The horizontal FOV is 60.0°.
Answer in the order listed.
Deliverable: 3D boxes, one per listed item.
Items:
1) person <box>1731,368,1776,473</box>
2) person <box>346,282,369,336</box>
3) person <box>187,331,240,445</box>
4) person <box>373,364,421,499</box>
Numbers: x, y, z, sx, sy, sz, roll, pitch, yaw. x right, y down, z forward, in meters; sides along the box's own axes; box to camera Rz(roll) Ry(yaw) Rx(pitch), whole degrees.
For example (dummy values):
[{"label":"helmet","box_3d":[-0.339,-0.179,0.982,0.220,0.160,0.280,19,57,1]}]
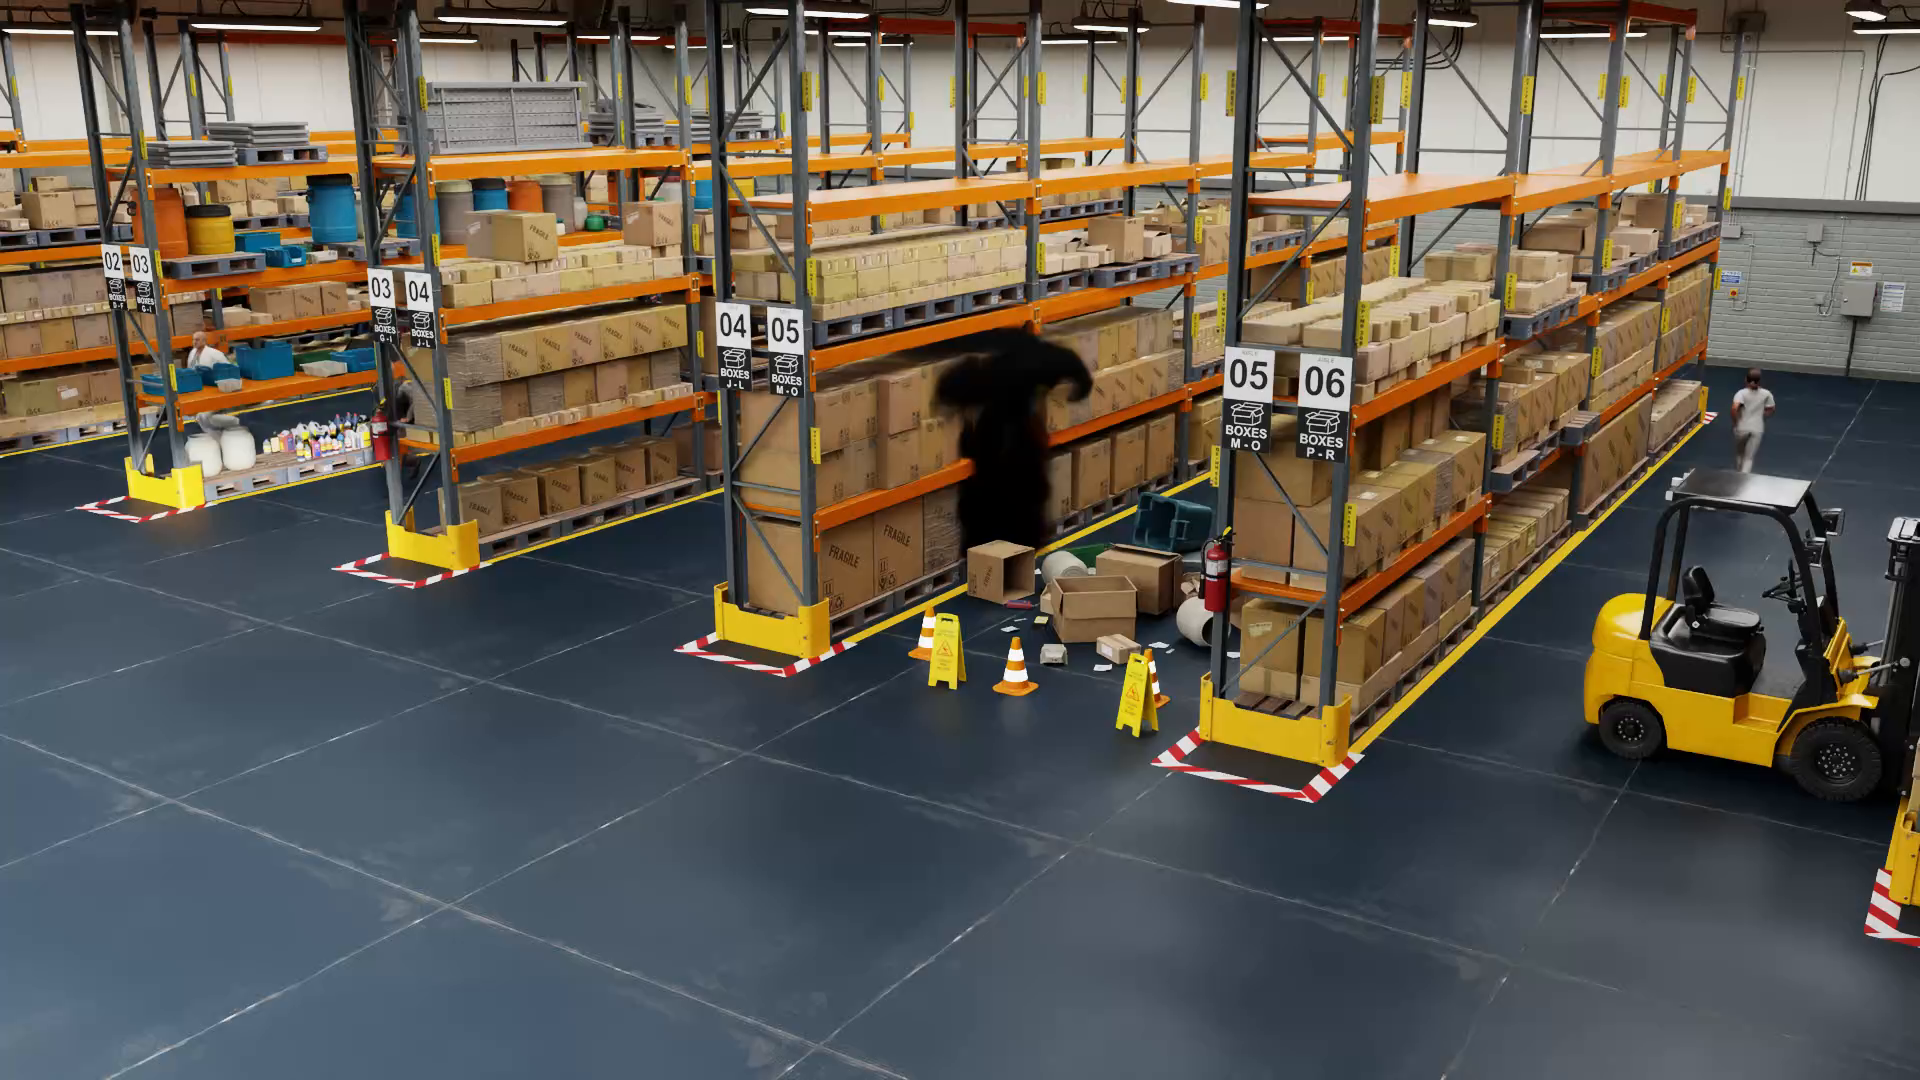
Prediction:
[{"label":"person","box_3d":[9.925,-1.315,20.877,0.542,1.636,0.821,5,16,18]},{"label":"person","box_3d":[-11.214,-4.072,31.039,0.546,1.492,0.835,5,16,18]},{"label":"person","box_3d":[-10.670,-2.107,23.600,0.686,1.724,0.663,7,17,24]},{"label":"person","box_3d":[-7.146,-1.430,21.225,0.675,1.723,0.722,4,16,15]}]
